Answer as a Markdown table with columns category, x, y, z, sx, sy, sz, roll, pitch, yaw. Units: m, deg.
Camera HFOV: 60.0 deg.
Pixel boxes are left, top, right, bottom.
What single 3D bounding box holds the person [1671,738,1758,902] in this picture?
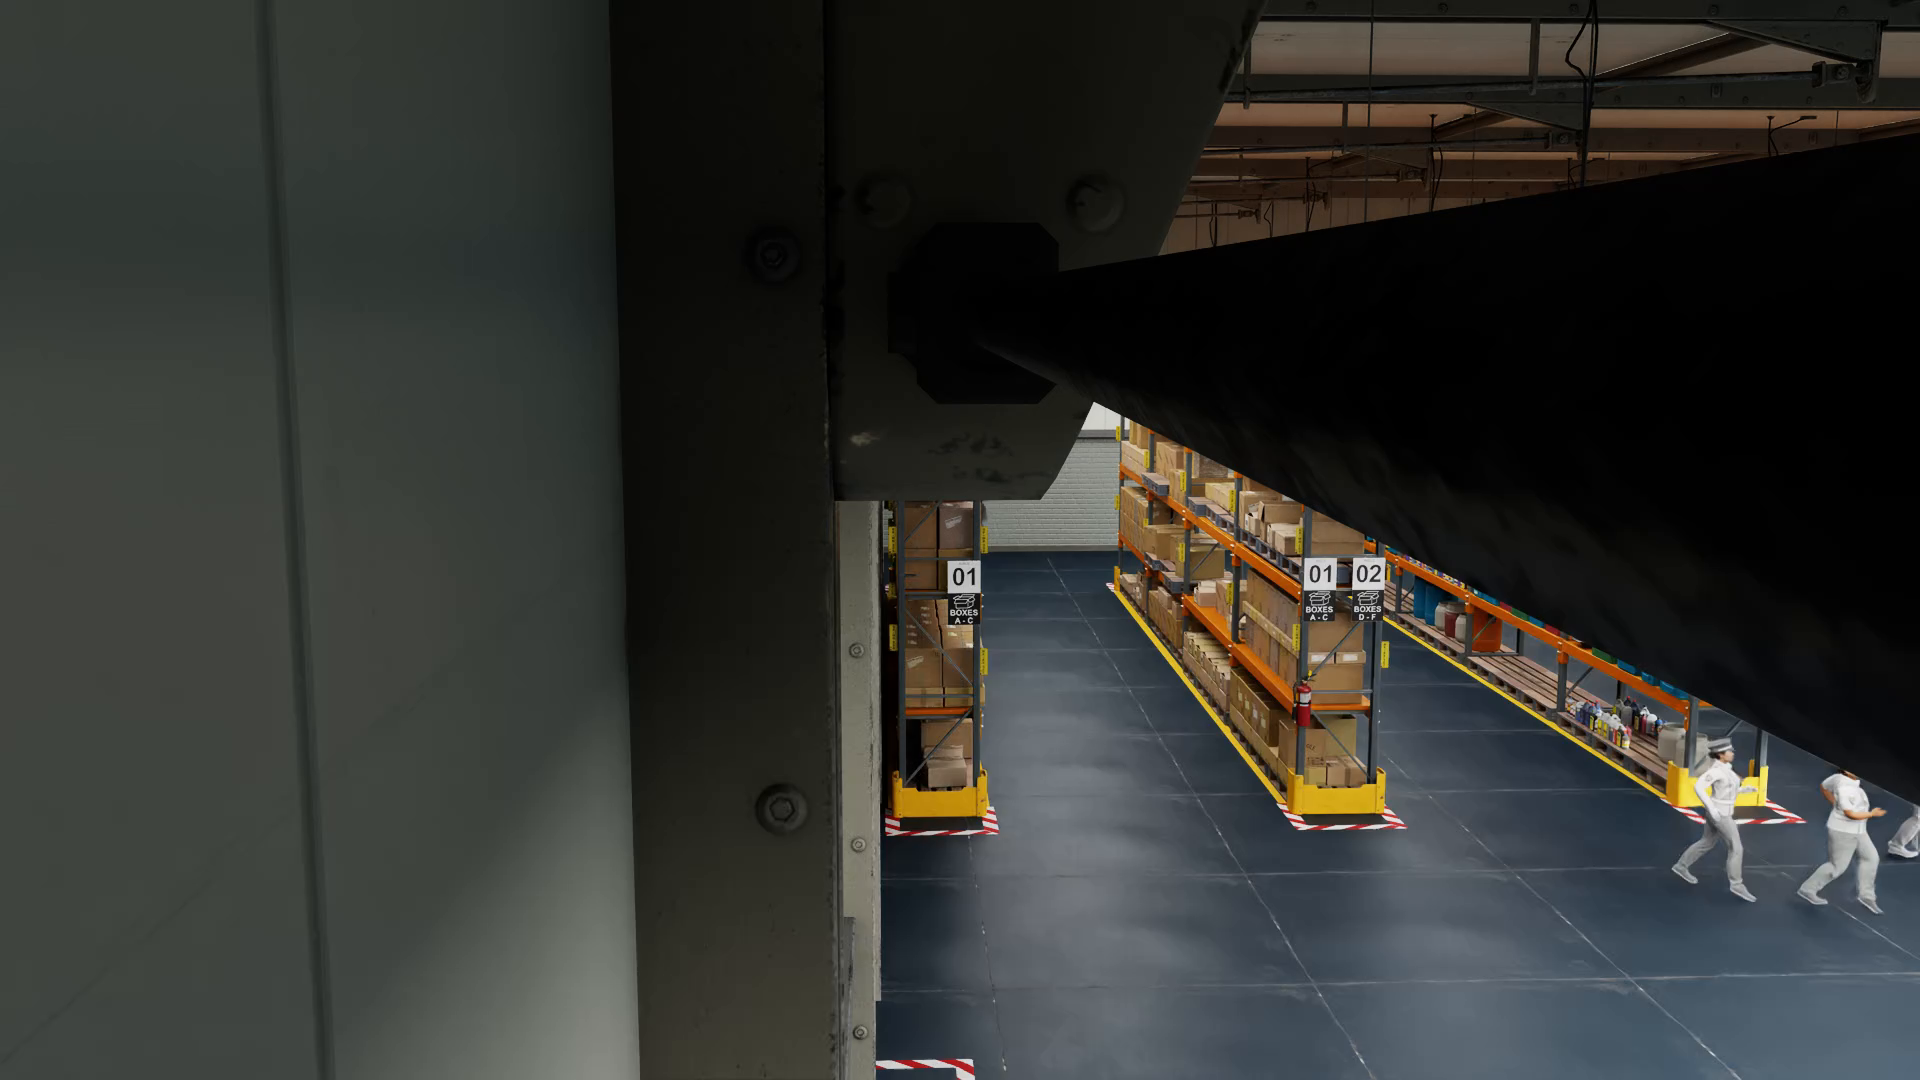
| category | x | y | z | sx | sy | sz | roll | pitch | yaw |
| --- | --- | --- | --- | --- | --- | --- | --- | --- | --- |
| person | 8.092 | 2.945 | 17.734 | 0.832 | 1.730 | 0.596 | 4 | 9 | 25 |

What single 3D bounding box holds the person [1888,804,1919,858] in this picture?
| category | x | y | z | sx | sy | sz | roll | pitch | yaw |
| --- | --- | --- | --- | --- | --- | --- | --- | --- | --- |
| person | 10.970 | 2.772 | 18.786 | 0.756 | 1.736 | 0.674 | 5 | 9 | 29 |

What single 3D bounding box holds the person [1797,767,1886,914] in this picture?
| category | x | y | z | sx | sy | sz | roll | pitch | yaw |
| --- | --- | --- | --- | --- | --- | --- | --- | --- | --- |
| person | 9.215 | 3.056 | 17.301 | 0.816 | 1.703 | 0.607 | 5 | 9 | 29 |
